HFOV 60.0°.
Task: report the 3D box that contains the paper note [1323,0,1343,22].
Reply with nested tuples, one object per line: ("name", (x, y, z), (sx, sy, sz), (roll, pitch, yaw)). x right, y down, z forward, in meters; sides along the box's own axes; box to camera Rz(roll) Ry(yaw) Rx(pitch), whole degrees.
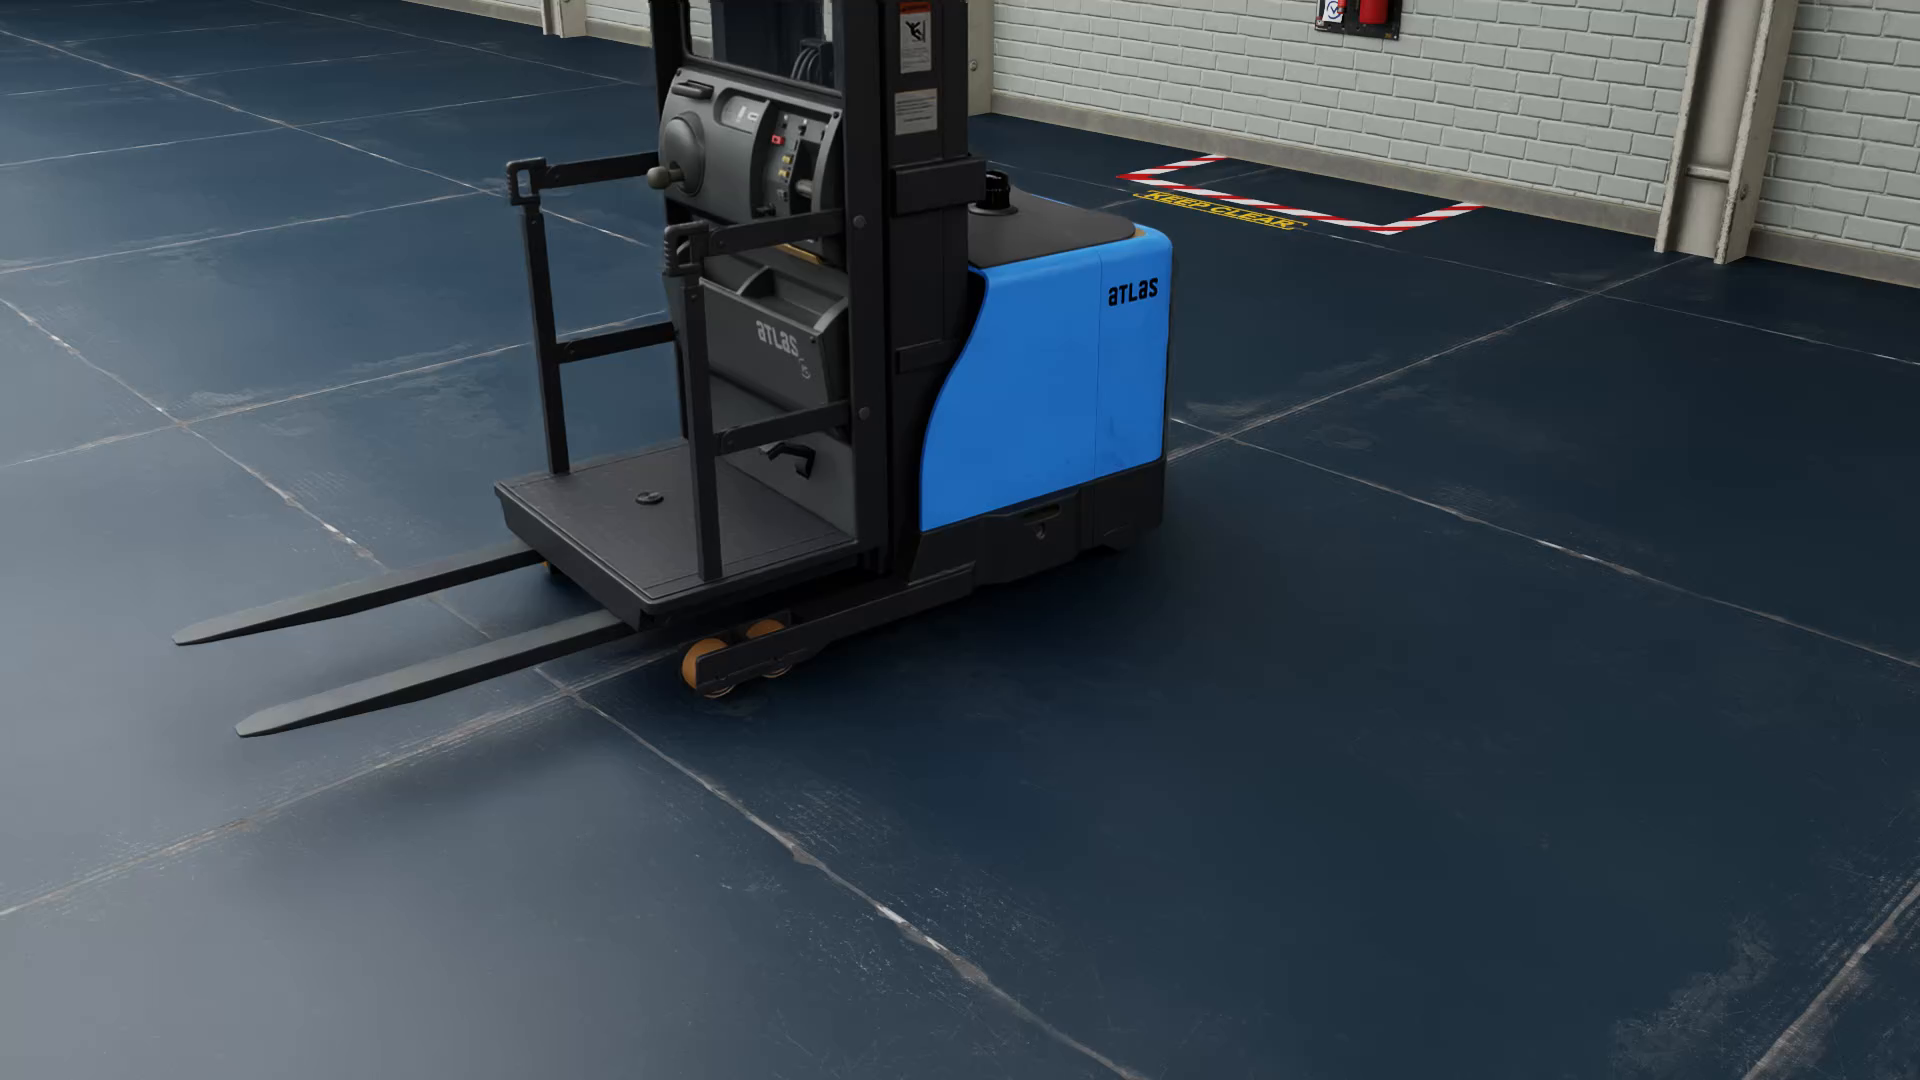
("paper note", (2.390, -3.396, 10.641), (0.016, 0.148, 0.142), (-21, 32, -38))

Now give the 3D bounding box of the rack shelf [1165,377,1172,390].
("rack shelf", (0.599, -0.562, 5.977), (0.258, 0.077, 0.200), (-17, 30, -33))

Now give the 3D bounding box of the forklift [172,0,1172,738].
("forklift", (-0.784, -1.130, 4.696), (3.031, 2.935, 1.130), (-17, 30, -33))

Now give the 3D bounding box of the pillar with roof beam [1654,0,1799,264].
("pillar with roof beam", (0.979, -4.472, 4.711), (9.100, 9.000, 0.400), (-21, 32, -38))

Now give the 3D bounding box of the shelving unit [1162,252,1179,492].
("shelving unit", (0.599, -0.592, 5.963), (0.258, 0.900, 0.210), (-17, 30, -33))

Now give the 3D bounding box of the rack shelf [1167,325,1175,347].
("rack shelf", (0.599, -0.726, 5.902), (0.258, 0.077, 0.200), (-17, 30, -33))

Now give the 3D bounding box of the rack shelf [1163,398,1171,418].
("rack shelf", (0.598, -0.480, 6.014), (0.258, 0.077, 0.200), (-17, 30, -33))

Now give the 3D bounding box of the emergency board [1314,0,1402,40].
("emergency board", (2.461, -3.724, 10.298), (0.194, 1.169, 0.643), (-21, 32, -38))

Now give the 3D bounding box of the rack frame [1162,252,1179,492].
("rack frame", (0.660, -0.559, 5.889), (0.240, 0.900, 0.006), (-17, 30, -33))

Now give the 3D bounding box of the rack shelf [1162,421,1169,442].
("rack shelf", (0.598, -0.398, 6.051), (0.258, 0.077, 0.200), (-17, 30, -33))

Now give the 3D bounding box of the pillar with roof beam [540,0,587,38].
("pillar with roof beam", (-7.223, -8.108, 12.680), (9.100, 9.000, 0.400), (-21, 32, -38))

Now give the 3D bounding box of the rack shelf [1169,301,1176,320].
("rack shelf", (0.599, -0.808, 5.865), (0.258, 0.077, 0.200), (-17, 30, -33))

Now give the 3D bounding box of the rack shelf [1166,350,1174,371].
("rack shelf", (0.599, -0.644, 5.939), (0.258, 0.077, 0.200), (-17, 30, -33))

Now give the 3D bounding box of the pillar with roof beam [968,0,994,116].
("pillar with roof beam", (-3.122, -6.290, 8.696), (9.100, 9.000, 0.400), (-21, 32, -38))
